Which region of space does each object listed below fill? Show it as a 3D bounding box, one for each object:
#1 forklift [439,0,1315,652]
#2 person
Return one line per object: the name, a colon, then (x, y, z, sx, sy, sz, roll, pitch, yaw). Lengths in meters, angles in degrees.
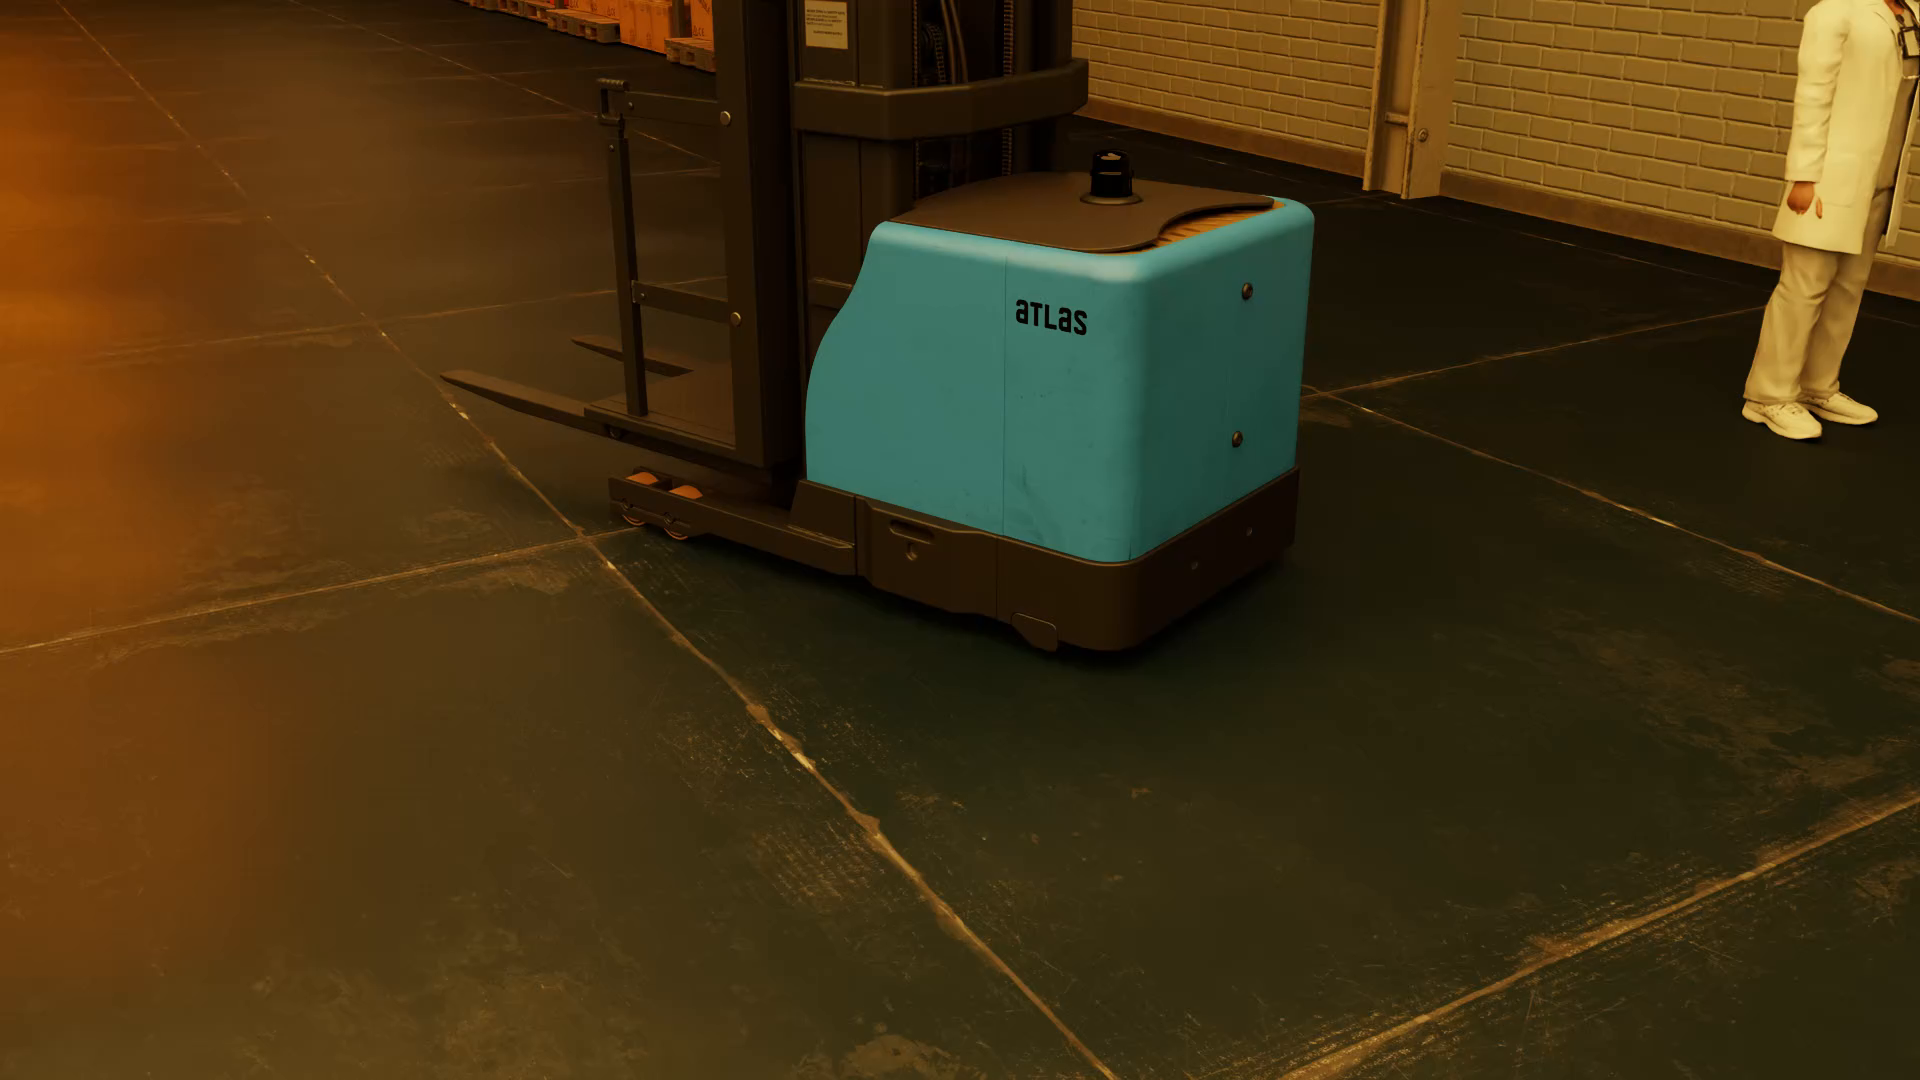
forklift: (-0.481, -1.497, 4.922, 3.031, 2.935, 1.130, 16, 27, 34)
person: (3.165, -1.270, 5.881, 0.554, 1.783, 0.382, -13, 25, -28)
